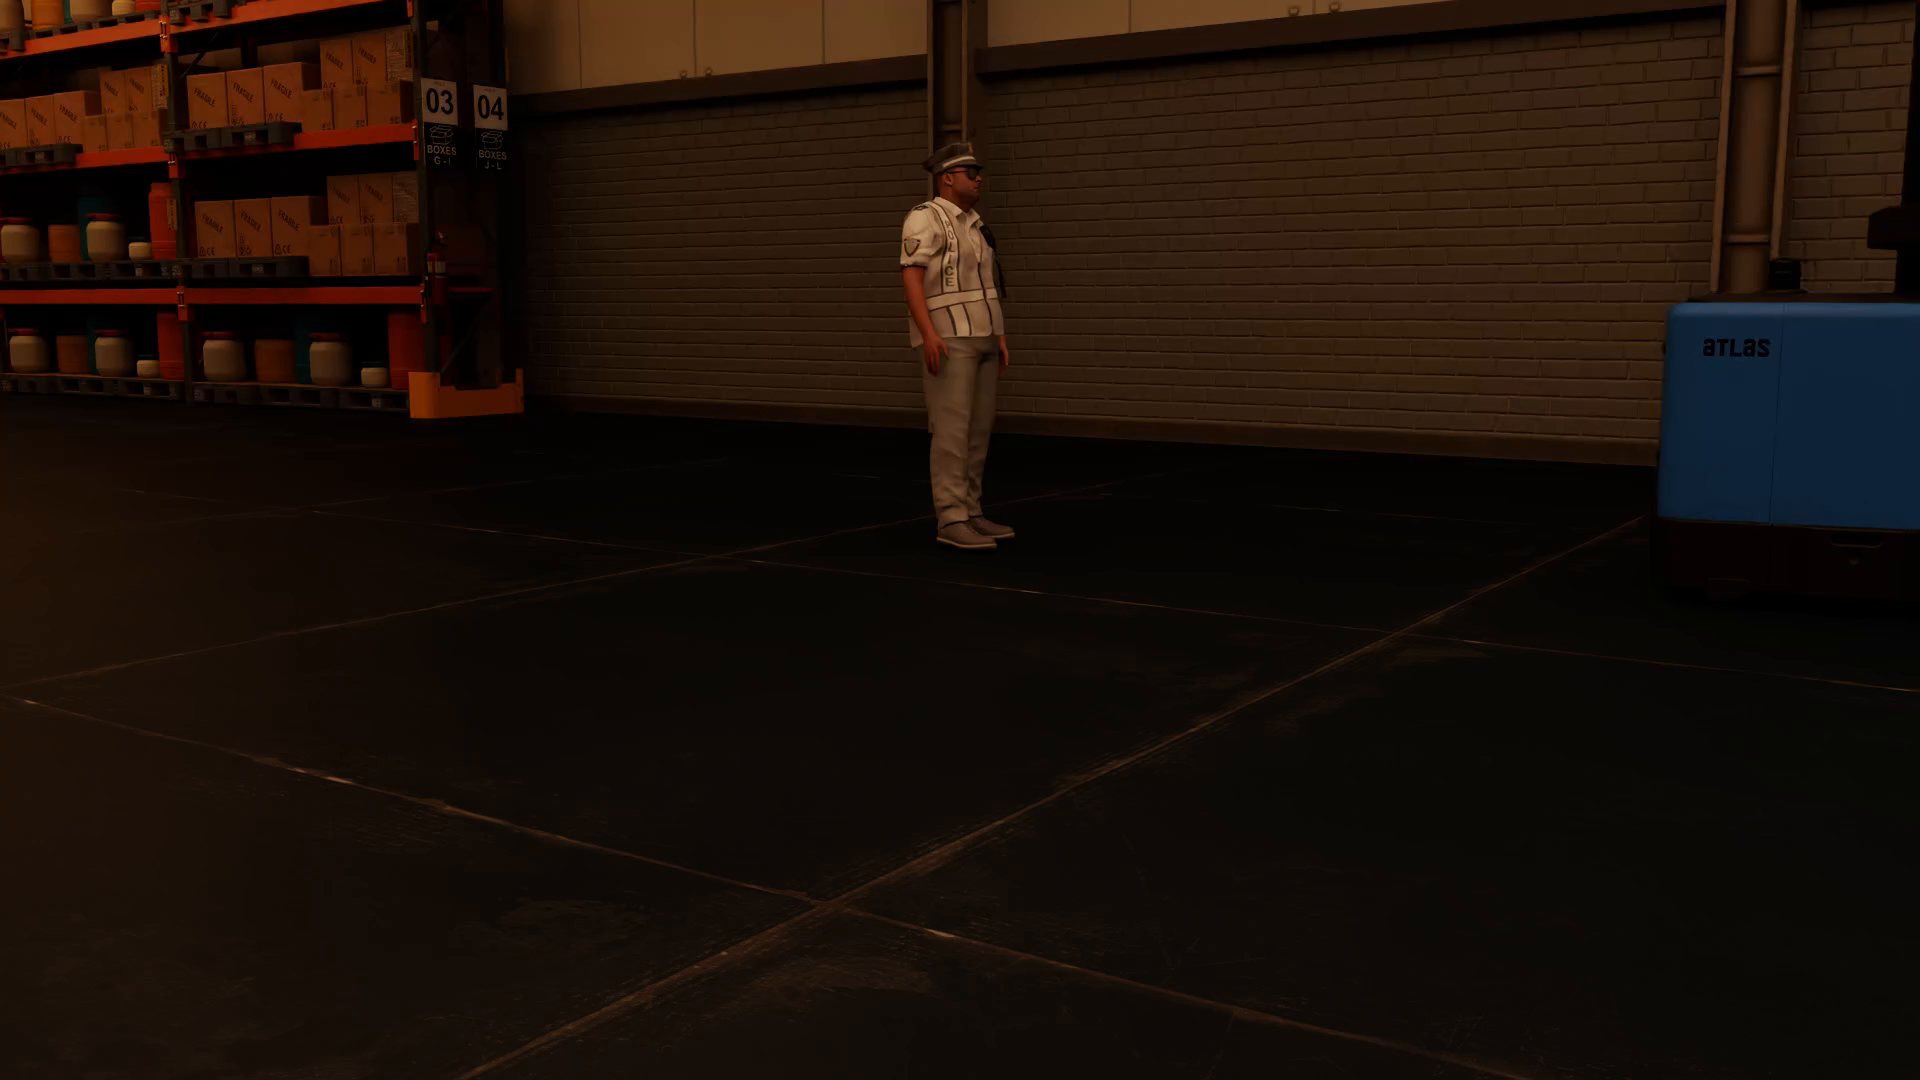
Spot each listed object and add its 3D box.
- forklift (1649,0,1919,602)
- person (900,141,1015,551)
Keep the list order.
[{"bbox_3d":[4.071,-1.205,5.669,3.031,2.935,1.130,3,9,22],"label":"forklift"},{"bbox_3d":[0.058,-0.883,7.424,0.574,1.780,0.641,5,10,34],"label":"person"}]
